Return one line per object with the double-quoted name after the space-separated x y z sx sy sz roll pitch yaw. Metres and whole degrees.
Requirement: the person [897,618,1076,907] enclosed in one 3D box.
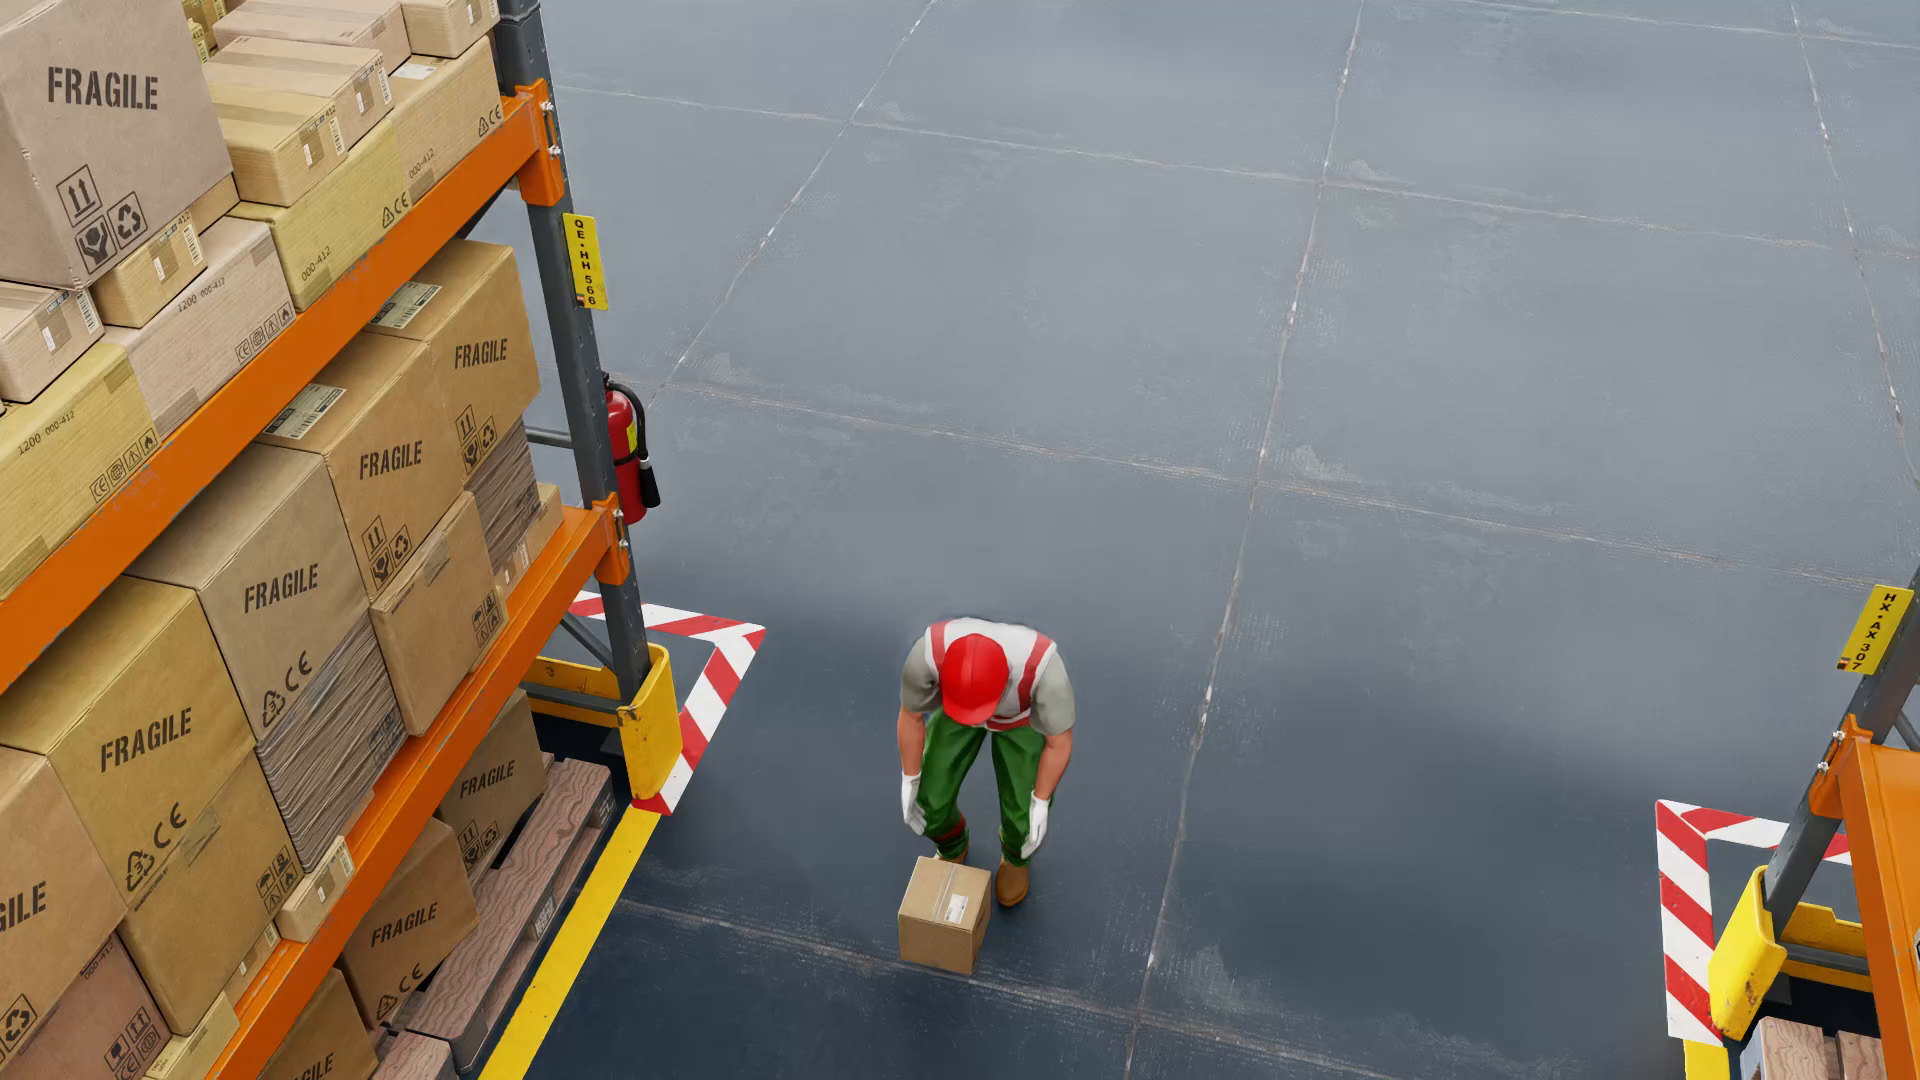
0.102 0.704 5.586 0.583 1.443 0.748 10 42 12 "person"
